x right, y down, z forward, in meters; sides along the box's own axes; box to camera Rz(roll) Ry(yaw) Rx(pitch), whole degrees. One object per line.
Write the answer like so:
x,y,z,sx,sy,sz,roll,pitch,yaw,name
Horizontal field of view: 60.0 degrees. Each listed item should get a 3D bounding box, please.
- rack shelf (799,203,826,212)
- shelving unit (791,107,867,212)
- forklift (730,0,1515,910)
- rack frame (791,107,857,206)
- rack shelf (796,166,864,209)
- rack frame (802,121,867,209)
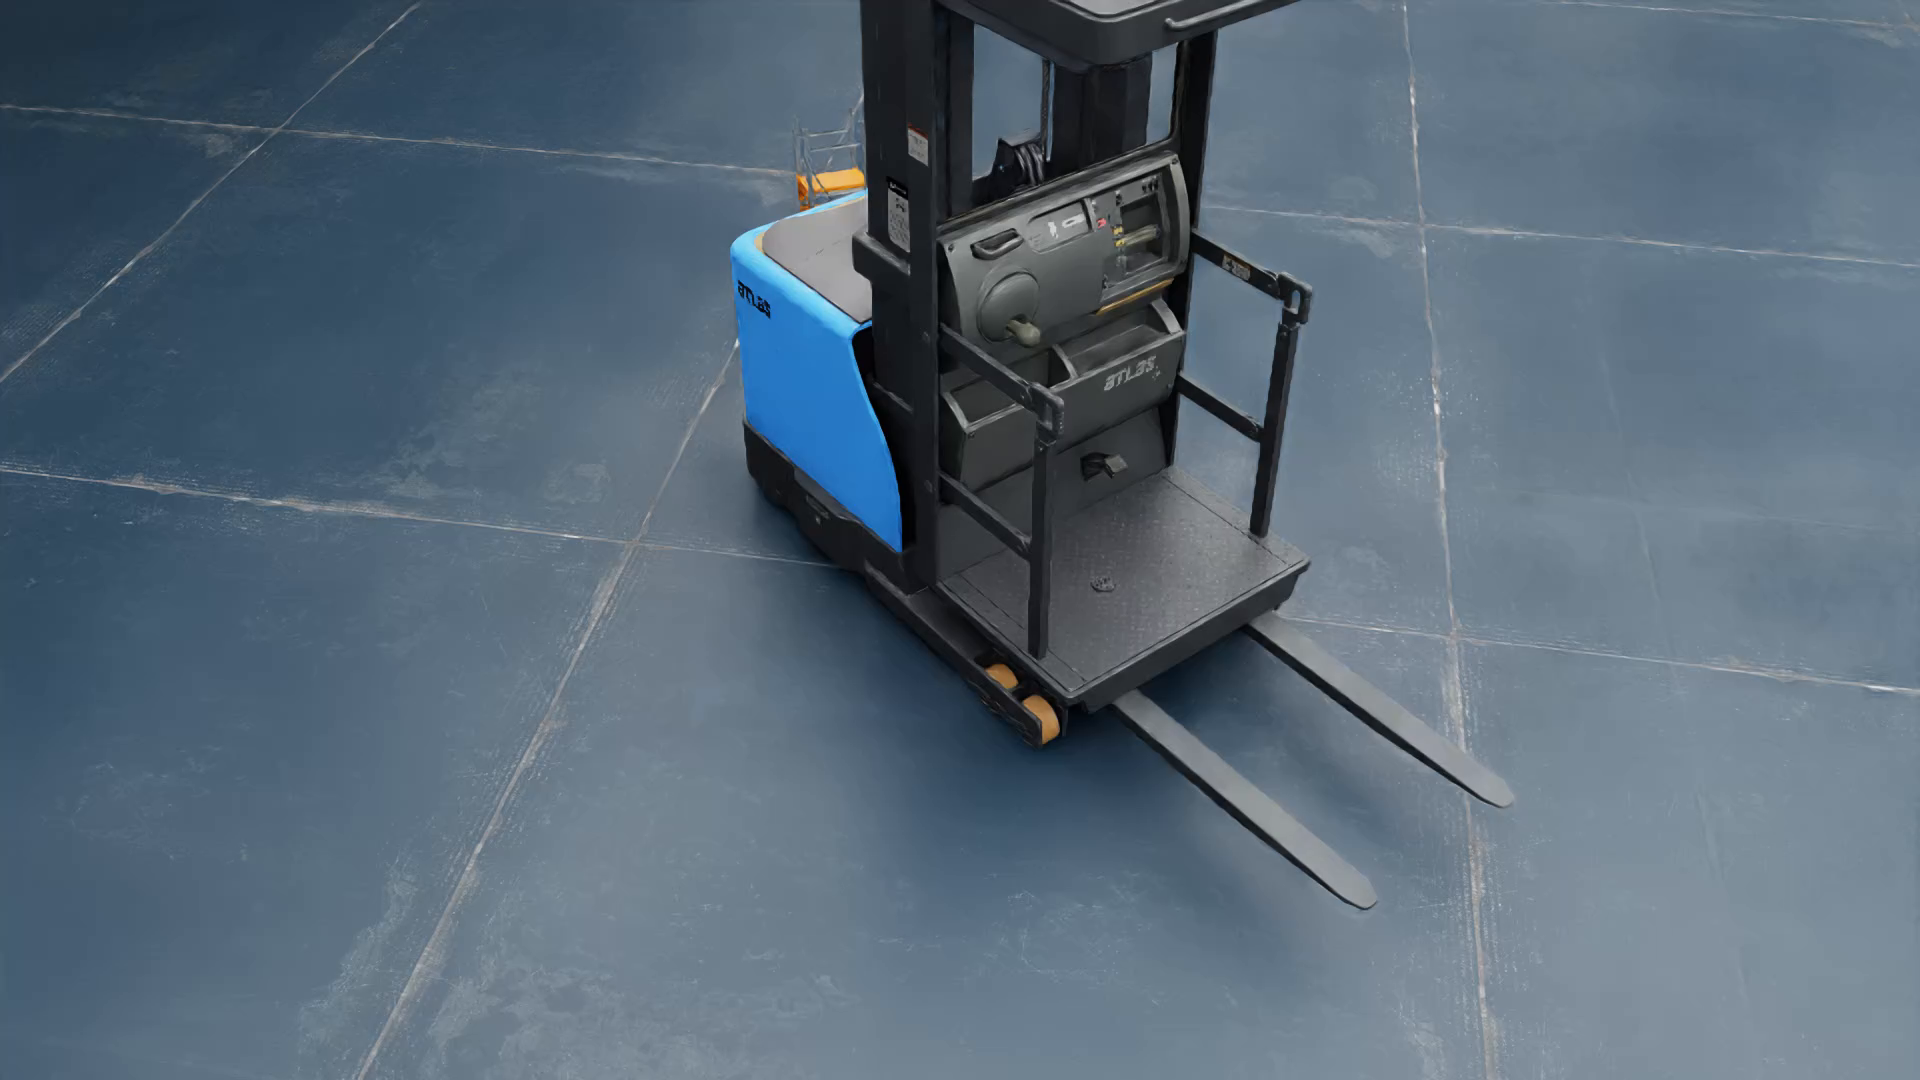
-0.482,-1.252,6.507,0.258,0.103,0.180,-11,32,-14,rack shelf
-0.474,-1.085,6.608,0.258,1.200,0.189,-11,32,-14,shelving unit
0.471,-0.816,4.937,1.130,2.935,3.031,-26,46,-28,forklift
-0.501,-1.130,6.683,0.240,1.200,0.006,-11,32,-14,rack frame
-0.488,-1.354,6.444,0.258,0.103,0.180,-11,32,-14,rack shelf
-0.446,-1.041,6.533,0.240,1.200,0.006,-11,32,-14,rack frame
